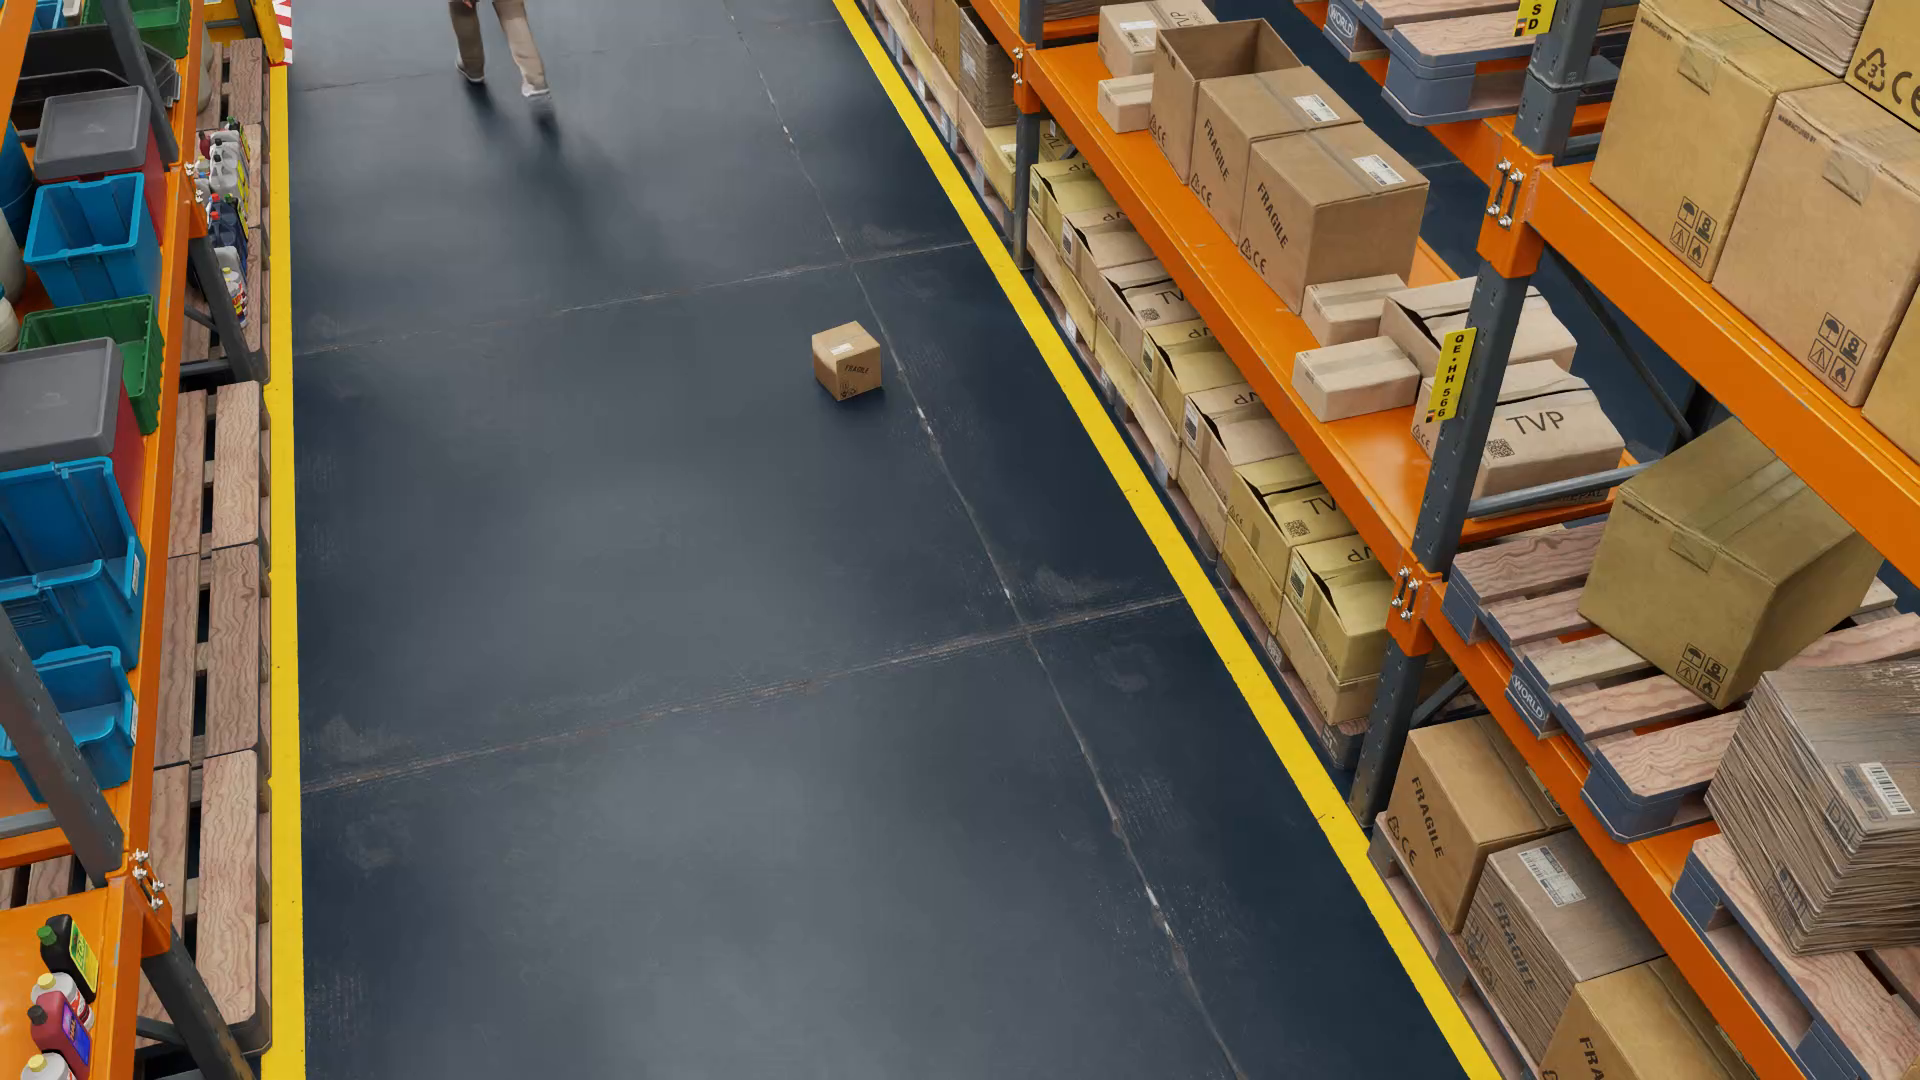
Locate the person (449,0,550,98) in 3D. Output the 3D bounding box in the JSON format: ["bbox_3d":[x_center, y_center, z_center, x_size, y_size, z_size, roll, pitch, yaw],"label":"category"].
[{"bbox_3d":[-2.900,-3.512,10.079,0.530,1.680,0.997,-23,47,-24],"label":"person"}]
